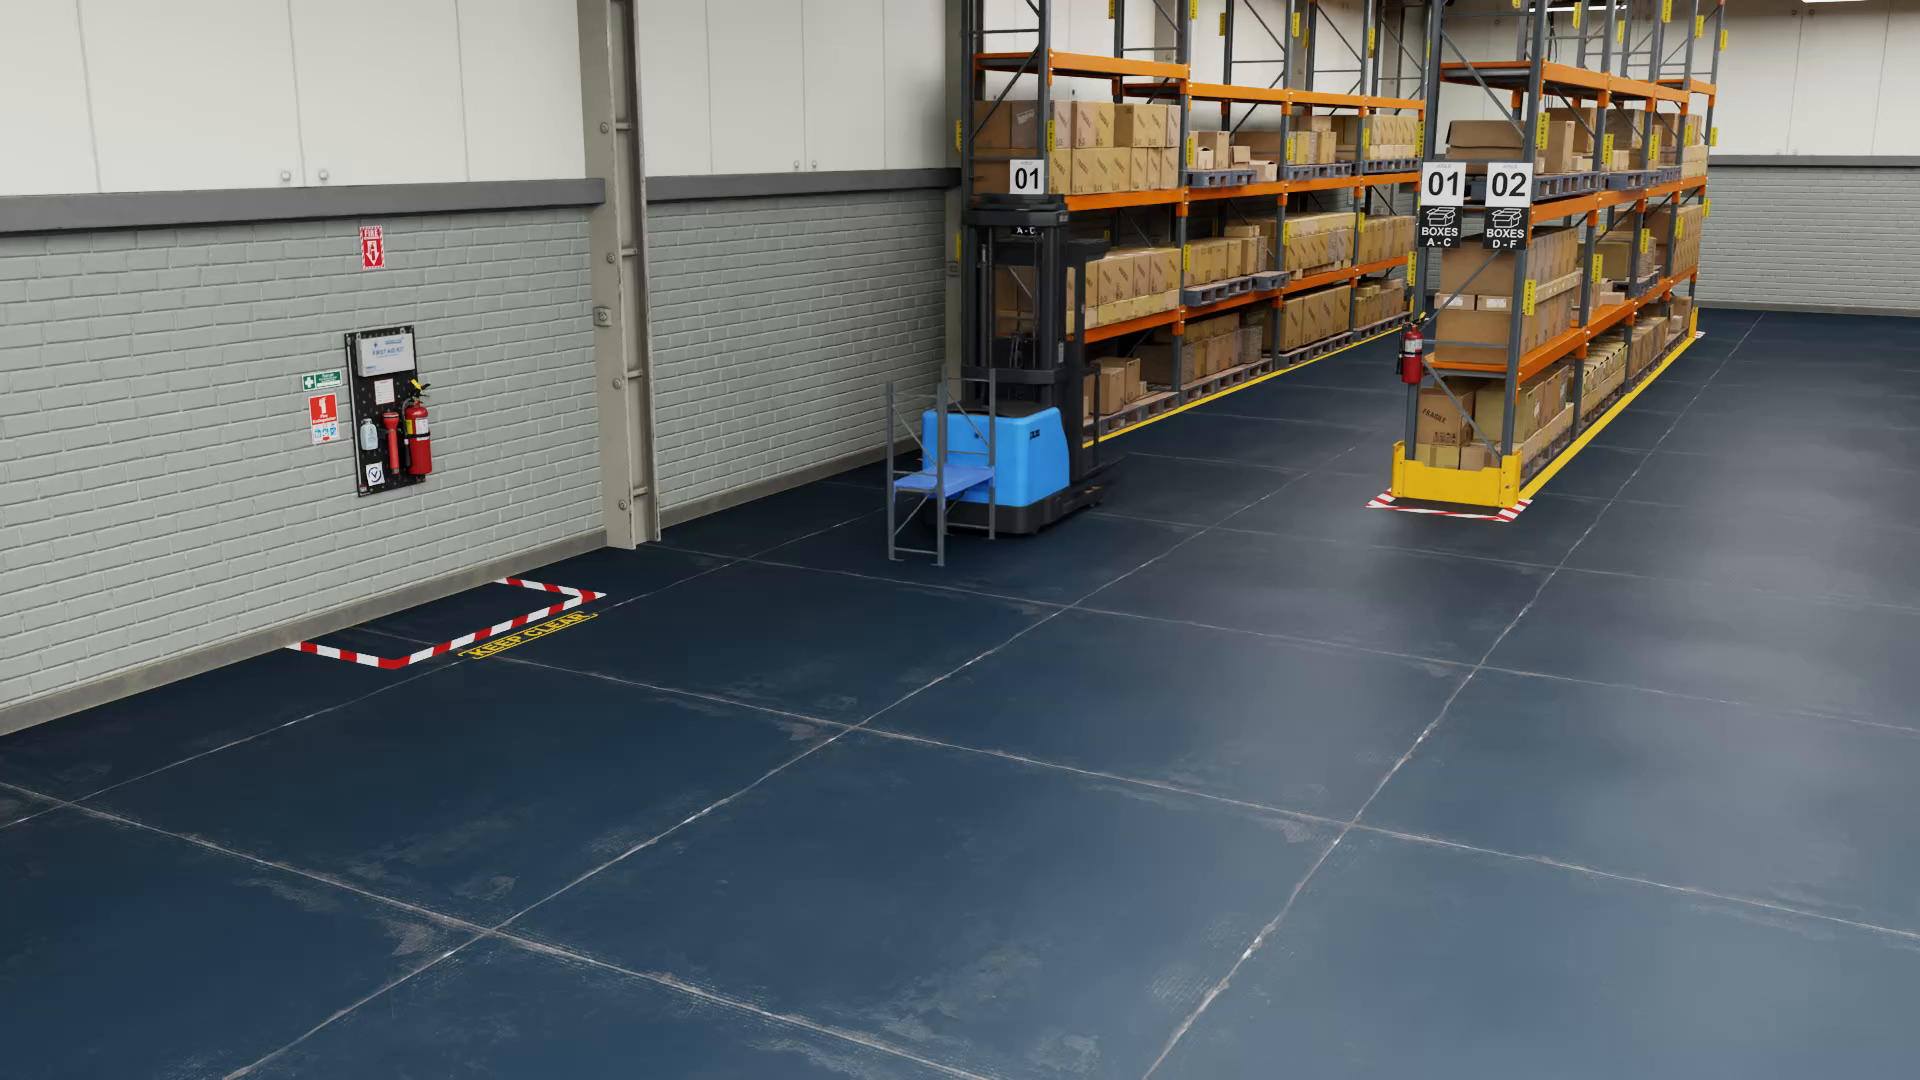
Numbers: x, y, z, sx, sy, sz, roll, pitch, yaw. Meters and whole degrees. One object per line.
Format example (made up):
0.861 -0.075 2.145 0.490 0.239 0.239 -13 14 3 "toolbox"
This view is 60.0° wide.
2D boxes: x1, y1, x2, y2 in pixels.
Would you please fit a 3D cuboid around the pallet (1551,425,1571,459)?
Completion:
6.331 -1.170 18.936 1.003 0.211 1.213 7 15 28 "pallet"

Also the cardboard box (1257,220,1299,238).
4.807 -4.702 25.148 0.500 0.250 0.500 8 16 29 "cardboard box"

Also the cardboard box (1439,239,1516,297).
5.081 -2.648 16.135 0.700 0.500 0.500 7 15 28 "cardboard box"

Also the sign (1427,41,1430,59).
8.683 -9.051 30.714 0.100 0.325 0.005 7 15 28 "sign"

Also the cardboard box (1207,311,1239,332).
3.715 -3.165 24.056 0.500 0.250 0.500 8 16 29 "cardboard box"

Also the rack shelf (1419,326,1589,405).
5.785 -1.924 17.649 1.077 0.370 4.000 7 15 28 "rack shelf"

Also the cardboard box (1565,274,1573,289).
6.563 -2.863 18.413 0.380 0.149 0.250 7 15 26 "cardboard box"

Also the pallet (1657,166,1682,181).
10.243 -5.566 25.223 1.213 0.211 1.003 7 15 28 "pallet"

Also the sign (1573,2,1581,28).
8.206 -6.973 22.095 0.100 0.325 0.005 7 15 28 "sign"

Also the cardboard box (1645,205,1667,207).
11.862 -5.511 28.647 0.500 0.500 0.500 8 15 29 "cardboard box"

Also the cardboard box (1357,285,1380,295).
7.310 -4.489 29.805 0.380 0.149 0.250 7 15 26 "cardboard box"

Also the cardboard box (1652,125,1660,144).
10.008 -5.850 24.677 0.600 0.600 0.600 7 15 27 "cardboard box"

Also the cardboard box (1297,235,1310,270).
5.068 -4.445 25.681 0.500 0.500 0.500 8 16 30 "cardboard box"

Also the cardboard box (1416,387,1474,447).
4.817 -1.239 16.644 0.500 0.500 0.500 7 15 28 "cardboard box"

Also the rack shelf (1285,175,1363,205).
5.315 -5.584 26.430 1.077 0.370 4.000 7 15 28 "rack shelf"

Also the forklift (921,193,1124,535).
0.736 -1.772 15.632 1.130 2.935 3.031 6 15 25 "forklift"

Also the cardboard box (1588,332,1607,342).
8.933 -2.722 23.818 0.500 0.500 0.500 8 16 30 "cardboard box"

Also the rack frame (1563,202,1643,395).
8.686 -3.505 22.670 1.000 3.000 0.127 7 15 28 "rack frame"

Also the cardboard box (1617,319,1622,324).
9.689 -3.412 25.080 0.500 0.250 0.500 7 15 28 "cardboard box"

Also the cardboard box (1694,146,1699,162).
11.806 -6.332 27.251 0.500 0.250 0.500 7 15 28 "cardboard box"

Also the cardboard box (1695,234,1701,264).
12.575 -5.072 28.958 0.500 0.500 0.500 8 16 30 "cardboard box"

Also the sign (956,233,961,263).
0.004 -3.207 18.292 0.100 0.325 0.005 7 15 28 "sign"

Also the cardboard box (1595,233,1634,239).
9.918 -4.358 25.100 0.700 0.500 0.500 10 17 37 "cardboard box"

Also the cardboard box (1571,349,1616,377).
8.156 -2.299 21.443 0.500 0.311 0.500 7 15 28 "cardboard box"

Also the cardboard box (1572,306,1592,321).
7.360 -2.720 19.954 0.380 0.149 0.250 7 15 28 "cardboard box"

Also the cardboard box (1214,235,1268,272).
4.129 -4.230 24.527 0.700 0.500 0.500 5 15 21 "cardboard box"

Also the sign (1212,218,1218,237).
3.860 -4.690 25.118 0.100 0.325 0.005 7 15 28 "sign"

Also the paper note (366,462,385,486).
-4.213 -0.475 11.983 0.016 0.148 0.142 7 15 28 "paper note"

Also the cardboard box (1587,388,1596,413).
7.412 -1.711 20.201 0.500 0.250 0.500 8 16 29 "cardboard box"

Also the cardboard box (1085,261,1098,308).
1.222 -2.889 18.795 0.500 0.500 0.500 7 15 28 "cardboard box"

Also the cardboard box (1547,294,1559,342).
6.048 -2.429 17.997 0.700 0.500 0.500 8 16 29 "cardboard box"

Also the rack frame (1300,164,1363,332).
6.281 -4.886 28.399 1.000 3.000 0.127 7 15 28 "rack frame"

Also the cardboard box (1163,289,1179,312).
2.450 -3.050 21.061 0.500 0.250 0.500 7 15 28 "cardboard box"

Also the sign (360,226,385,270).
-4.158 -2.068 11.766 0.001 0.298 0.199 7 15 28 "sign"

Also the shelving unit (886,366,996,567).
-0.146 -0.646 14.012 0.538 1.500 1.048 6 15 25 "shelving unit"

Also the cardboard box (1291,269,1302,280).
5.042 -4.090 25.590 0.380 0.149 0.250 8 16 30 "cardboard box"

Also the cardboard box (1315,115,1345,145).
6.415 -7.058 28.620 0.500 0.500 0.500 7 15 28 "cardboard box"

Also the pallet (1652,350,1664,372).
10.259 -2.798 25.691 1.003 0.211 1.213 7 15 28 "pallet"

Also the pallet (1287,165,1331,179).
5.151 -5.799 26.192 1.003 0.211 1.213 8 16 31 "pallet"

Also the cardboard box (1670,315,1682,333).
12.021 -3.692 28.376 0.500 0.250 0.500 7 15 28 "cardboard box"

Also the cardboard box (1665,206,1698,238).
12.089 -5.347 27.968 0.500 0.500 0.500 8 16 30 "cardboard box"

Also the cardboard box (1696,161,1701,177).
12.054 -6.191 27.731 0.500 0.250 0.500 7 15 28 "cardboard box"

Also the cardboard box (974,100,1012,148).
0.460 -4.544 18.194 0.500 0.500 0.500 8 16 31 "cardboard box"

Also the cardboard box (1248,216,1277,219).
4.844 -4.966 26.240 0.500 0.250 0.500 7 15 27 "cardboard box"

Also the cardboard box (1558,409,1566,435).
6.469 -1.330 18.621 0.500 0.250 0.500 7 15 28 "cardboard box"

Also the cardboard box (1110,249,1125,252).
1.751 -3.367 20.778 0.500 0.500 0.500 7 15 28 "cardboard box"

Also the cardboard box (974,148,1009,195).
0.460 -4.055 18.296 0.500 0.500 0.500 9 16 32 "cardboard box"

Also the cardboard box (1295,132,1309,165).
5.021 -6.118 25.960 0.700 0.500 0.500 8 16 31 "cardboard box"

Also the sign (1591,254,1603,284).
7.239 -3.081 18.896 0.100 0.325 0.005 7 15 28 "sign"

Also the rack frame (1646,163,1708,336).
12.553 -5.146 29.478 1.000 3.000 0.127 7 15 28 "rack frame"

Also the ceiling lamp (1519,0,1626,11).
11.723 -11.725 31.513 2.000 3.185 0.800 7 15 28 "ceiling lamp"

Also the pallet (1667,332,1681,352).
11.541 -3.362 28.027 1.003 0.211 1.213 7 15 28 "pallet"

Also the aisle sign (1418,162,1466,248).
4.530 -3.147 15.640 0.394 0.787 0.004 7 15 28 "aisle sign"

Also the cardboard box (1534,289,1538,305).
5.568 -2.440 16.659 0.380 0.149 0.250 7 15 27 "cardboard box"

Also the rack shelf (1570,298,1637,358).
7.719 -2.745 21.053 1.077 0.370 4.000 7 15 28 "rack shelf"

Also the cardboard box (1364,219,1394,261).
7.259 -5.441 30.060 0.980 0.700 0.700 7 15 25 "cardboard box"

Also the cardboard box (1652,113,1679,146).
10.821 -6.422 26.026 0.700 0.500 0.500 7 15 28 "cardboard box"
